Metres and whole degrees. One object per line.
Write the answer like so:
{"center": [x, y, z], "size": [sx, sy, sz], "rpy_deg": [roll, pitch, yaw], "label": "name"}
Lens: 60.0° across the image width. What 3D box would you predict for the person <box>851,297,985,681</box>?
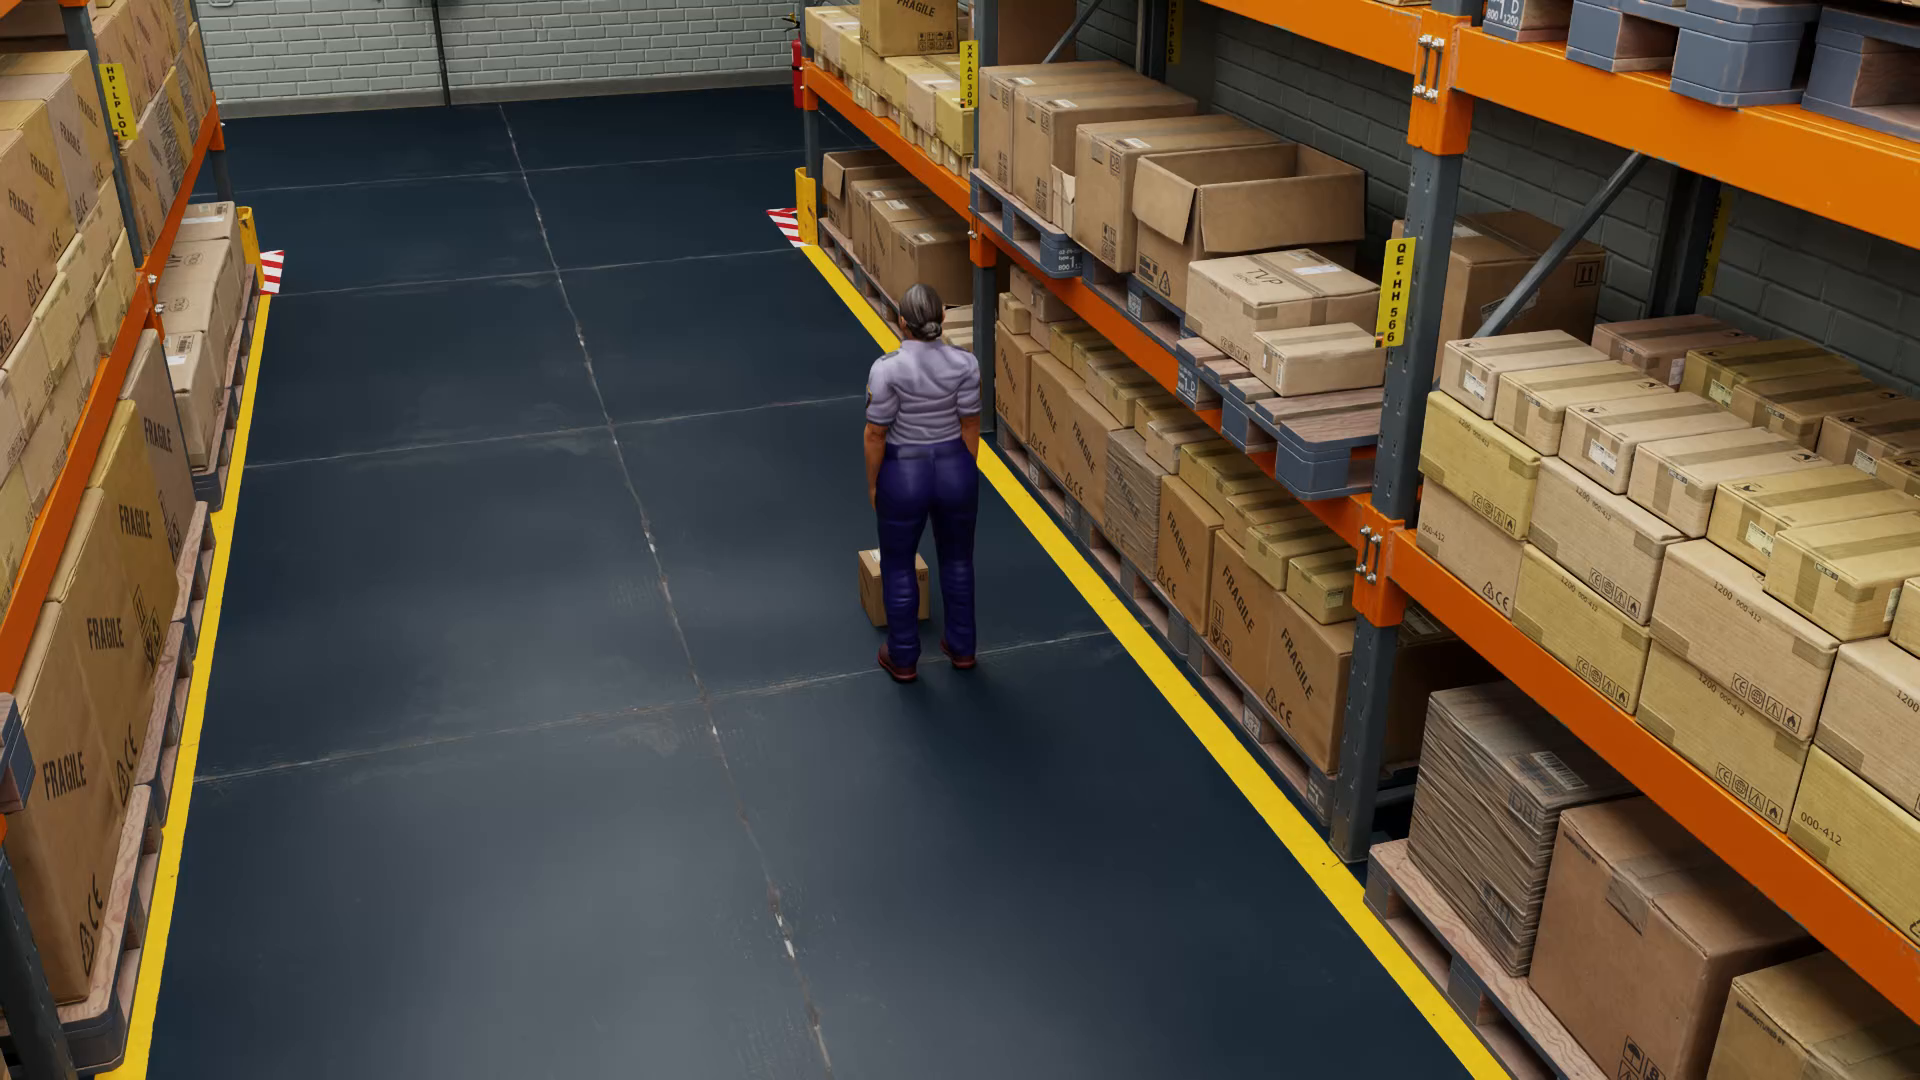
{"center": [-0.173, -0.184, 6.631], "size": [0.515, 1.546, 0.436], "rpy_deg": [-8, 28, -15], "label": "person"}
